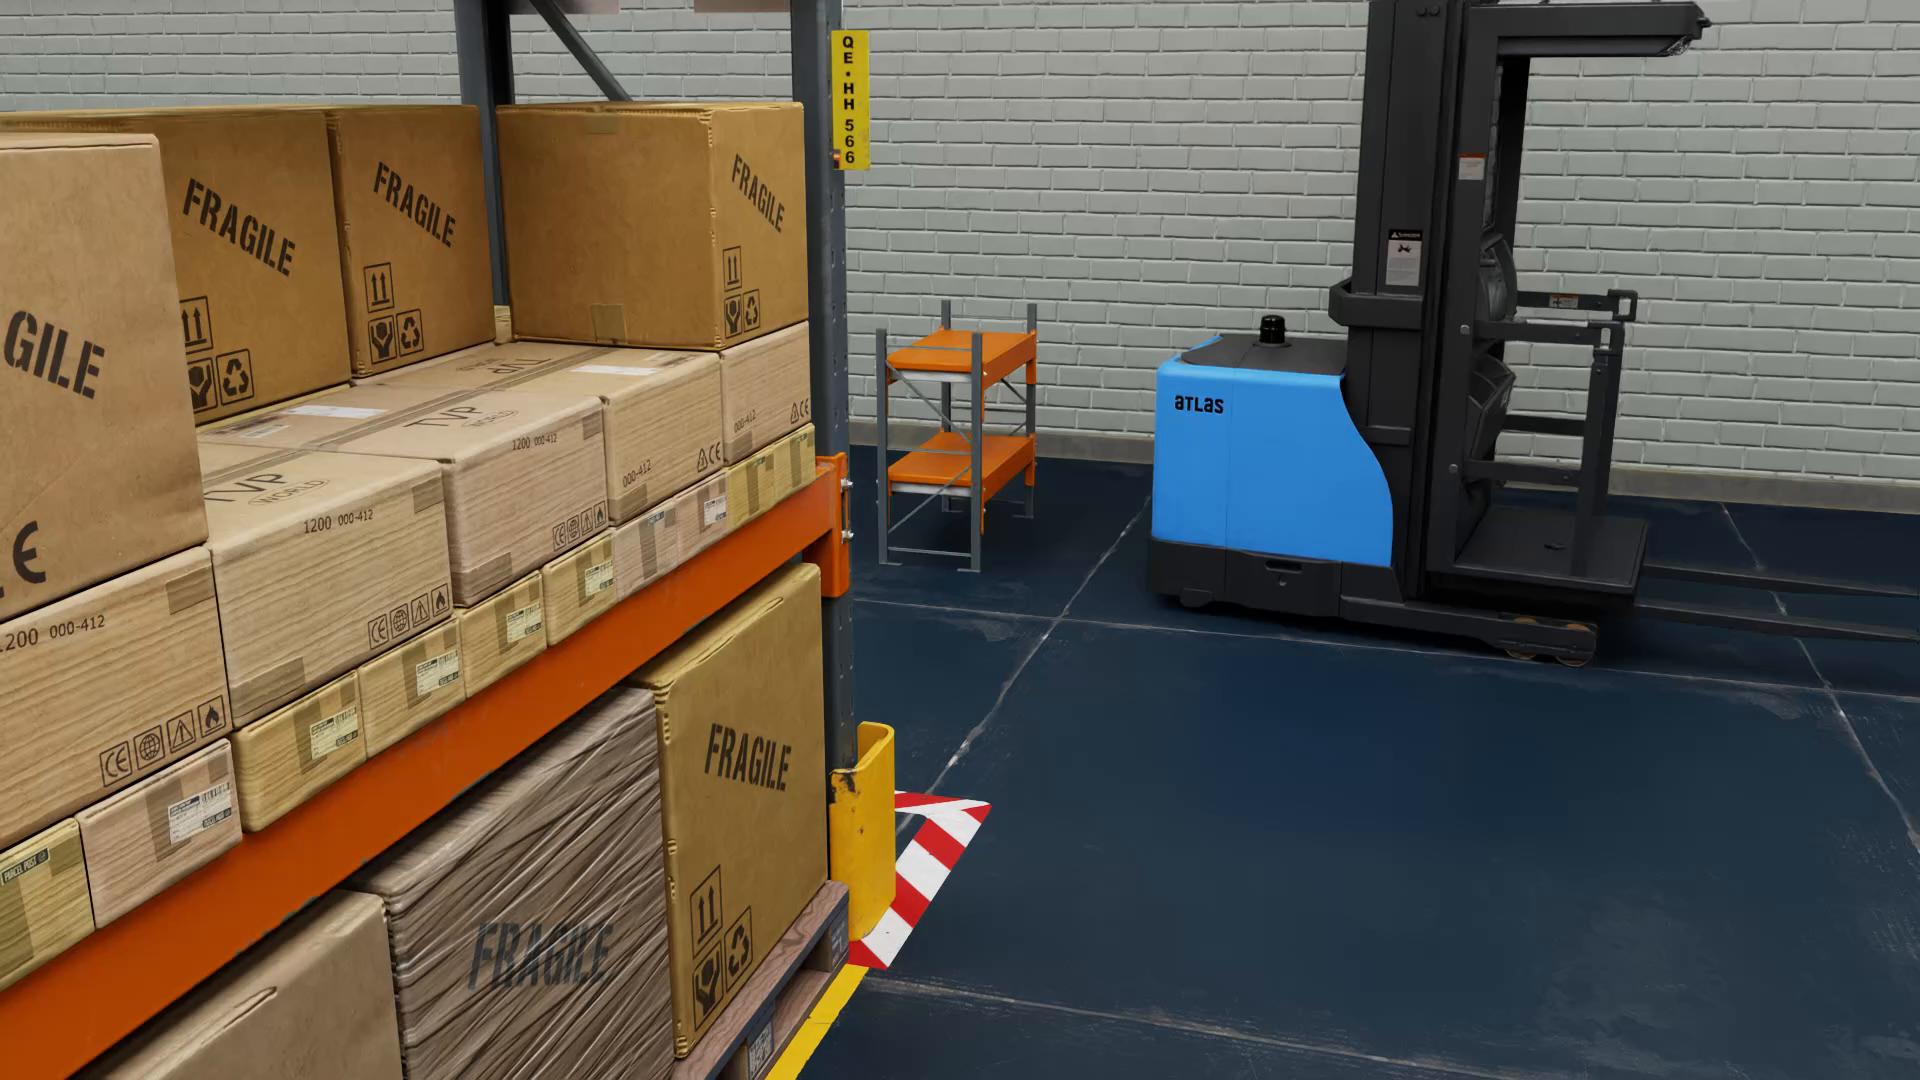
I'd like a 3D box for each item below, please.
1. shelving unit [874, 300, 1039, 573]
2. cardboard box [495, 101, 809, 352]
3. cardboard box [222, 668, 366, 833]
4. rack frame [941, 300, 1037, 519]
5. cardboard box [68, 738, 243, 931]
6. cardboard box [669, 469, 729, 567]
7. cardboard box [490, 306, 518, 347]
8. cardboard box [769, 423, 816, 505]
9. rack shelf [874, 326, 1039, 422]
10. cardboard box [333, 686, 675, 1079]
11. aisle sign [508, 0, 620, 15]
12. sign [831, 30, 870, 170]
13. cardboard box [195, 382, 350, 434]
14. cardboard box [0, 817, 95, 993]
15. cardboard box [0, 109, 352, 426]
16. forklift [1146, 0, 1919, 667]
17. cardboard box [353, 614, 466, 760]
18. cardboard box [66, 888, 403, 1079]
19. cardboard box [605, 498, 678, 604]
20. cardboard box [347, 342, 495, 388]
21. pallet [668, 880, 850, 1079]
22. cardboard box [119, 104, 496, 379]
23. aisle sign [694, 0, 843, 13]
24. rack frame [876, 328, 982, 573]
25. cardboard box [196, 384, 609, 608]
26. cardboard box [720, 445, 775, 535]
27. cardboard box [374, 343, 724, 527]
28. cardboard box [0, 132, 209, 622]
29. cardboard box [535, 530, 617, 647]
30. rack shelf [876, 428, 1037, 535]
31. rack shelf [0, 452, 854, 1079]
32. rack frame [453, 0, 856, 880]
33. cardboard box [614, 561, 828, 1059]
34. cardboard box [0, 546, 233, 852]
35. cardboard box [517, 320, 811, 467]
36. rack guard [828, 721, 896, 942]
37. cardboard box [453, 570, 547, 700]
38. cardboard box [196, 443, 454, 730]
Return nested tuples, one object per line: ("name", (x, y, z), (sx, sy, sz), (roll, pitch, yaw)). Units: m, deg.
("shelving unit", (0.002, -0.543, 8.182), (0.538, 1.125, 1.048), (5, 16, 16))
("cardboard box", (-0.670, -0.719, 3.724), (0.500, 0.500, 0.500), (5, 17, 17))
("cardboard box", (-1.075, 0.272, 2.332), (0.380, 0.149, 0.250), (4, 16, 14))
("rack frame", (0.146, -0.676, 8.651), (0.500, 1.125, 0.032), (5, 16, 16))
("cardboard box", (-1.149, 0.341, 2.090), (0.380, 0.149, 0.250), (5, 17, 17))
("cardboard box", (-0.714, -0.062, 3.510), (0.380, 0.149, 0.250), (5, 16, 16))
("cardboard box", (-1.178, -0.402, 3.978), (0.500, 0.250, 0.500), (4, 16, 14))
("cardboard box", (-0.569, -0.196, 3.983), (0.380, 0.149, 0.250), (5, 17, 17))
("rack shelf", (0.002, -0.825, 8.102), (0.538, 0.278, 1.000), (5, 16, 16))
("cardboard box", (-1.147, 0.797, 3.148), (0.875, 0.875, 0.875), (5, 16, 16))
("aisle sign", (-1.050, -1.728, 4.161), (0.394, 0.787, 0.004), (5, 16, 16))
("sign", (-0.267, -1.061, 4.016), (0.100, 0.325, 0.005), (5, 16, 16))
("cardboard box", (-1.466, -0.134, 3.034), (0.500, 0.250, 0.500), (4, 16, 14))
("cardboard box", (-1.222, 0.407, 1.858), (0.380, 0.149, 0.250), (4, 16, 15))
("cardboard box", (-1.462, -0.496, 2.935), (0.500, 0.500, 0.500), (4, 16, 14))
("forklift", (2.383, -1.075, 6.748), (3.031, 2.935, 1.130), (7, 17, 24))
("cardboard box", (-1.003, 0.204, 2.573), (0.380, 0.149, 0.250), (5, 17, 17))
("cardboard box", (-1.400, 1.029, 2.327), (0.875, 0.875, 0.875), (5, 16, 16))
("cardboard box", (-0.785, 0.003, 3.280), (0.380, 0.149, 0.250), (5, 17, 17))
("cardboard box", (-1.320, -0.265, 3.497), (0.500, 0.250, 0.500), (4, 16, 15))
("pallet", (-0.935, 1.121, 3.989), (1.003, 0.211, 1.213), (5, 16, 16))
("cardboard box", (-1.320, -0.632, 3.415), (0.500, 0.500, 0.500), (4, 16, 15))
("aisle sign", (-0.475, -1.682, 3.997), (0.394, 0.787, 0.004), (5, 16, 16))
("rack frame", (-0.143, -0.410, 7.713), (0.500, 1.125, 0.032), (5, 16, 16))
("cardboard box", (-0.955, -0.093, 2.890), (0.500, 0.250, 0.500), (4, 16, 14))
("cardboard box", (-0.641, -0.128, 3.743), (0.380, 0.149, 0.250), (5, 17, 16))
("cardboard box", (-0.811, -0.226, 3.360), (0.500, 0.250, 0.500), (4, 16, 15))
("cardboard box", (-1.248, -0.191, 1.860), (0.500, 0.500, 0.500), (4, 16, 14))
("cardboard box", (-0.857, 0.072, 3.041), (0.380, 0.149, 0.250), (4, 16, 15))
("rack shelf", (0.002, -0.308, 8.249), (0.538, 0.278, 1.000), (5, 16, 16))
("rack shelf", (-1.351, 0.434, 2.621), (1.077, 0.370, 4.000), (5, 16, 16))
("rack frame", (-0.783, -0.435, 4.367), (1.000, 3.000, 0.127), (5, 16, 16))
("cardboard box", (-0.888, 0.558, 3.988), (0.875, 0.875, 0.875), (5, 16, 16))
("cardboard box", (-1.247, 0.172, 1.956), (0.500, 0.250, 0.500), (5, 17, 17))
("cardboard box", (-0.666, -0.359, 3.828), (0.500, 0.250, 0.500), (4, 16, 15))
("rack guard", (-0.776, 0.761, 4.730), (1.175, 0.500, 0.348), (5, 16, 16))
("cardboard box", (-0.931, 0.139, 2.801), (0.380, 0.149, 0.250), (5, 16, 16))
("cardboard box", (-1.100, 0.043, 2.409), (0.500, 0.250, 0.500), (5, 16, 16))
